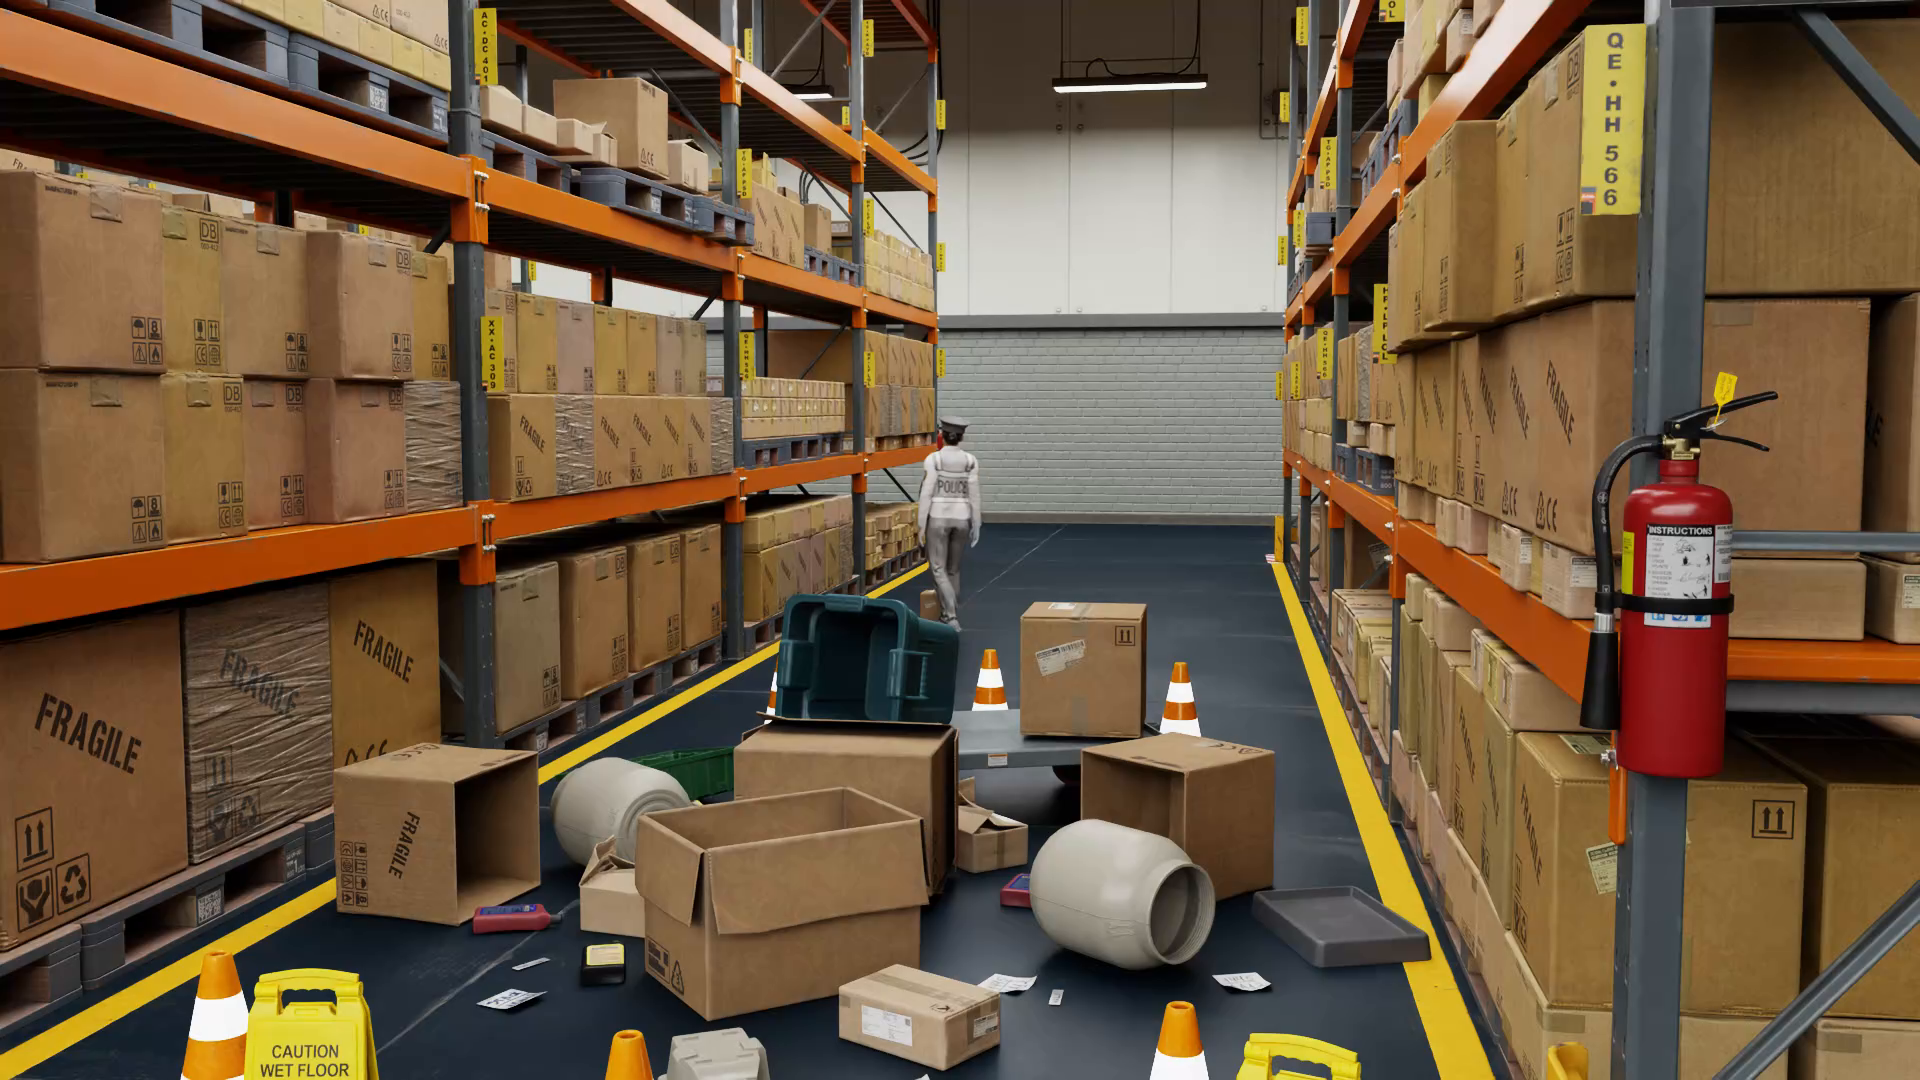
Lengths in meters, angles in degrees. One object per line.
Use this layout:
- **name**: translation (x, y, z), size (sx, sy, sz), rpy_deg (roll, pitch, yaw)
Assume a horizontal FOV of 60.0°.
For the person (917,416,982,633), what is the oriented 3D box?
- **person**: translation (-0.095, -0.102, 12.549), size (0.516, 1.668, 0.651), rpy_deg (-2, 5, -25)
